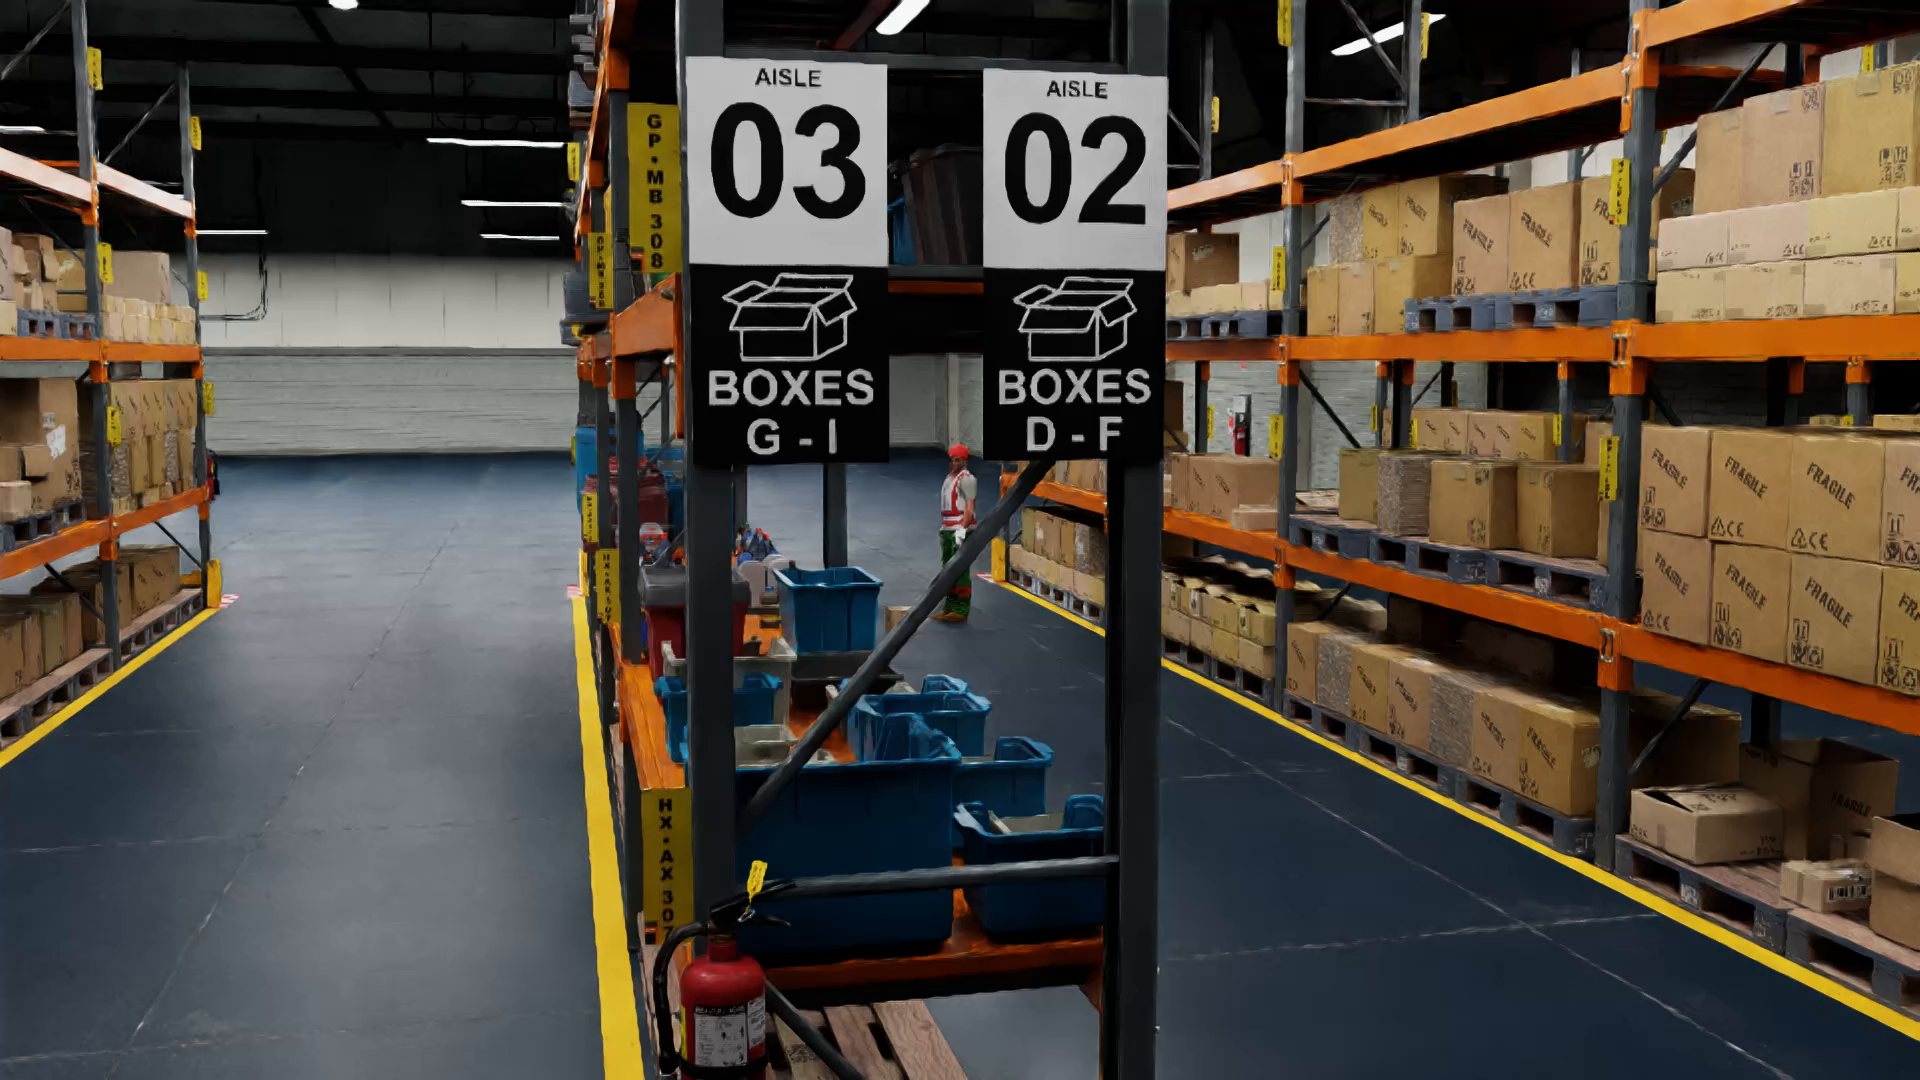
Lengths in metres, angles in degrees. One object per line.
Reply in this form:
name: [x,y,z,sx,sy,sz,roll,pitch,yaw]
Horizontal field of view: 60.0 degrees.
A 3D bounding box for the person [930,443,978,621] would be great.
person: [-0.055,-0.070,16.873,0.383,1.821,0.590,-3,7,-26]
